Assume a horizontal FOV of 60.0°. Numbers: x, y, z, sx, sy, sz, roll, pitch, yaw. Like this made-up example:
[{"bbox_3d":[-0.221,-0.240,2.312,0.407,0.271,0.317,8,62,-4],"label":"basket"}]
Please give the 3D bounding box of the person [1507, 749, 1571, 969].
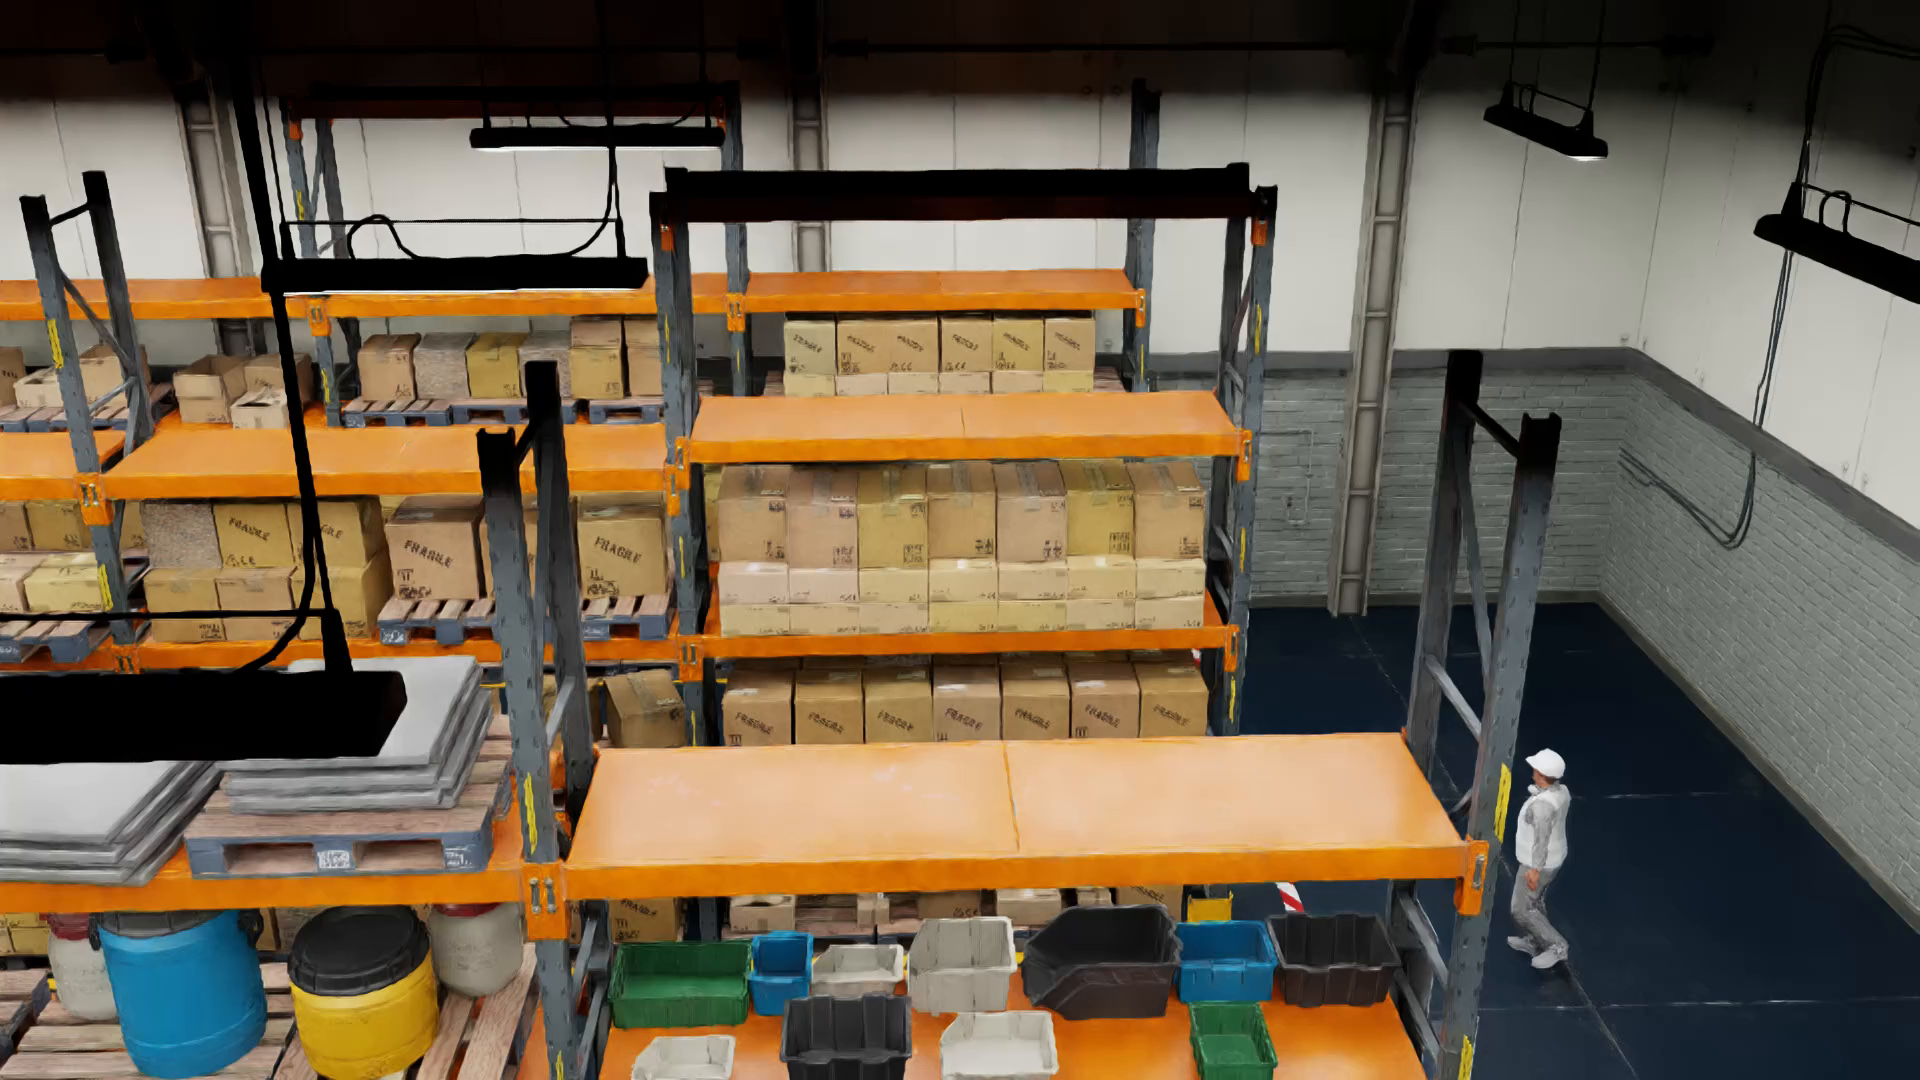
[{"bbox_3d":[4.520,2.452,12.782,0.564,1.764,0.587,14,26,31],"label":"person"}]
